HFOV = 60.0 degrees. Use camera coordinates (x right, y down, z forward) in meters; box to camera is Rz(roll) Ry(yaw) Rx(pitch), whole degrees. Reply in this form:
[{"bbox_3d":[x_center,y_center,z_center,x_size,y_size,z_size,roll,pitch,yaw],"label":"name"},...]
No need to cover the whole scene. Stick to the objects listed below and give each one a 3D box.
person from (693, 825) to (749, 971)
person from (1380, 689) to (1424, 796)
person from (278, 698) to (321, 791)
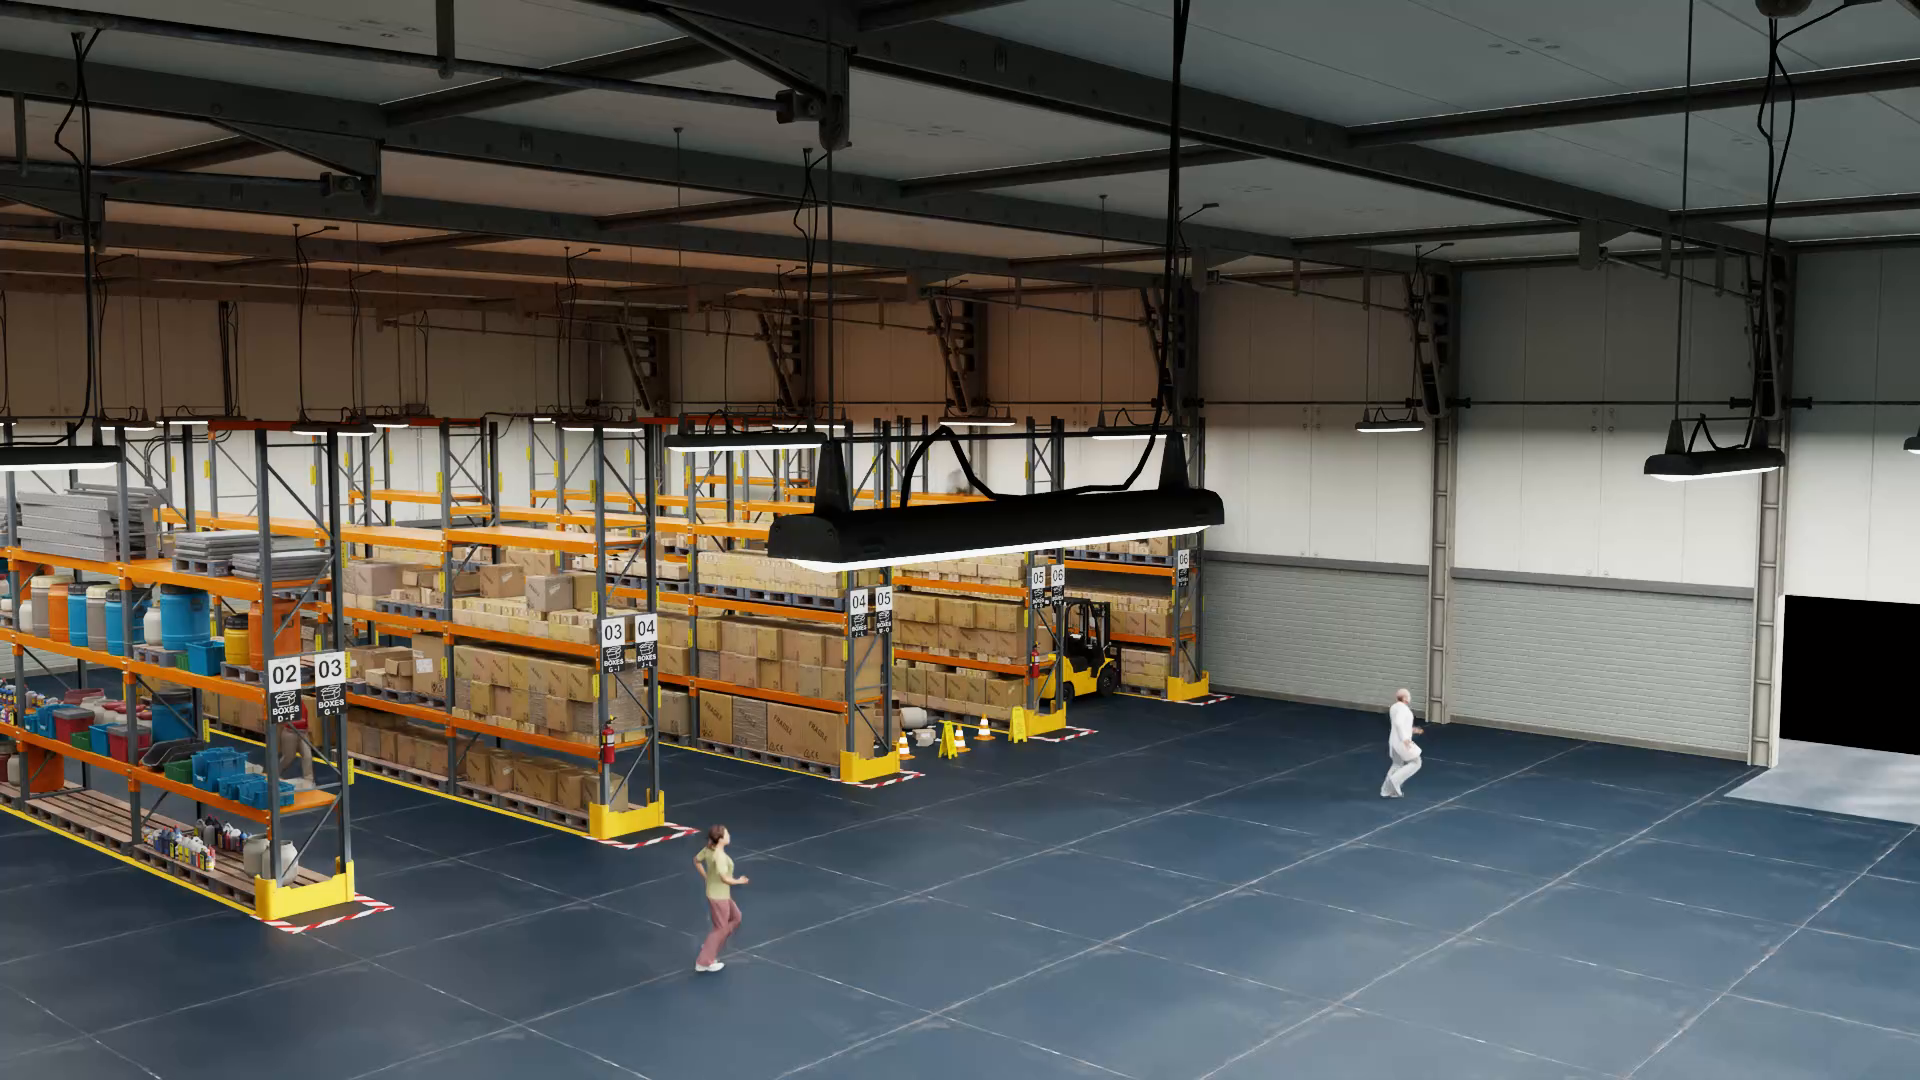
[{"bbox_3d":[-2.656,3.964,18.482,0.604,1.642,0.596,-2,5,-22],"label":"person"},{"bbox_3d":[7.106,3.246,26.609,0.742,1.733,0.687,-1,5,-9],"label":"person"},{"bbox_3d":[-10.805,3.206,27.008,0.967,1.737,0.659,3,5,29],"label":"person"}]
